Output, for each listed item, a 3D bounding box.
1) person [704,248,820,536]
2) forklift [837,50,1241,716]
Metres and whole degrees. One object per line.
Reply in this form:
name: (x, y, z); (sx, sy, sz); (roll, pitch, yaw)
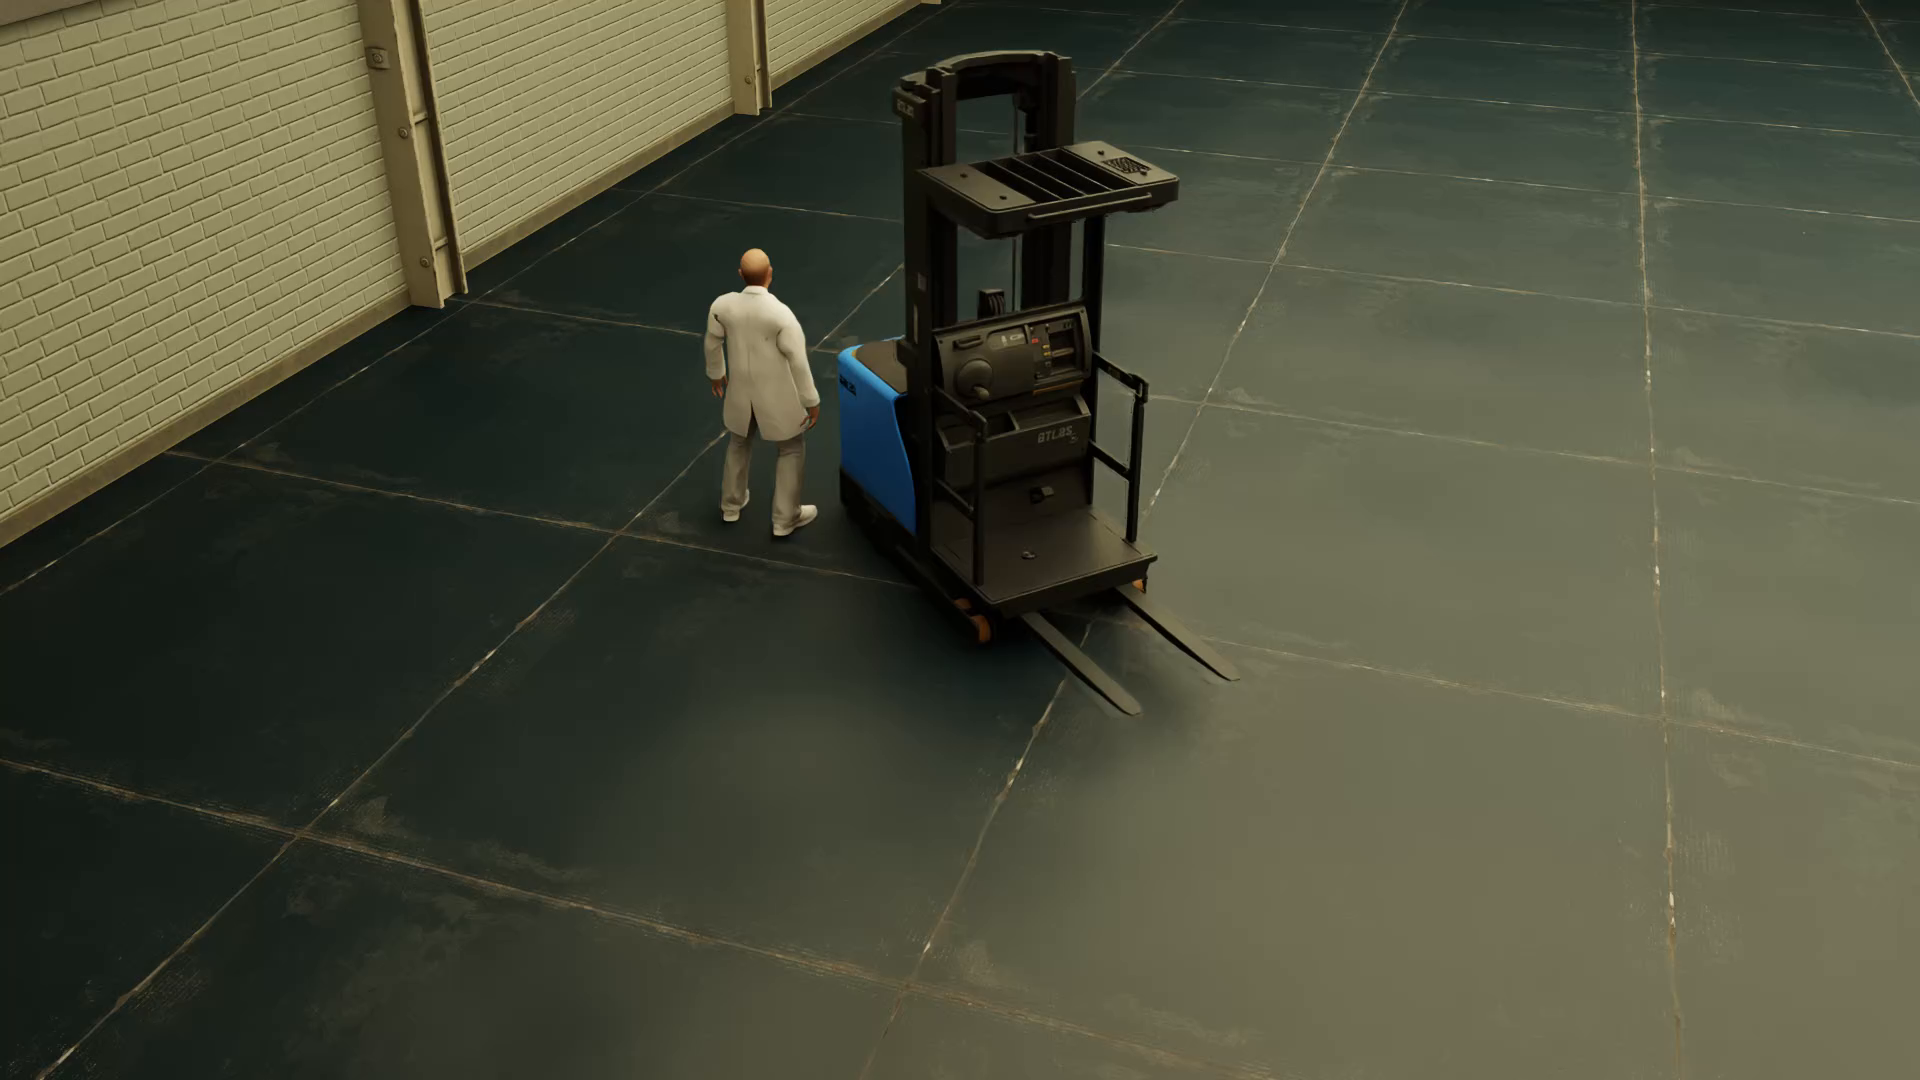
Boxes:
person: (-1.155, -0.894, 9.886); (0.789, 1.763, 0.430); (11, 32, 19)
forklift: (0.402, -0.958, 8.816); (1.130, 2.935, 3.031); (-15, 33, -25)
